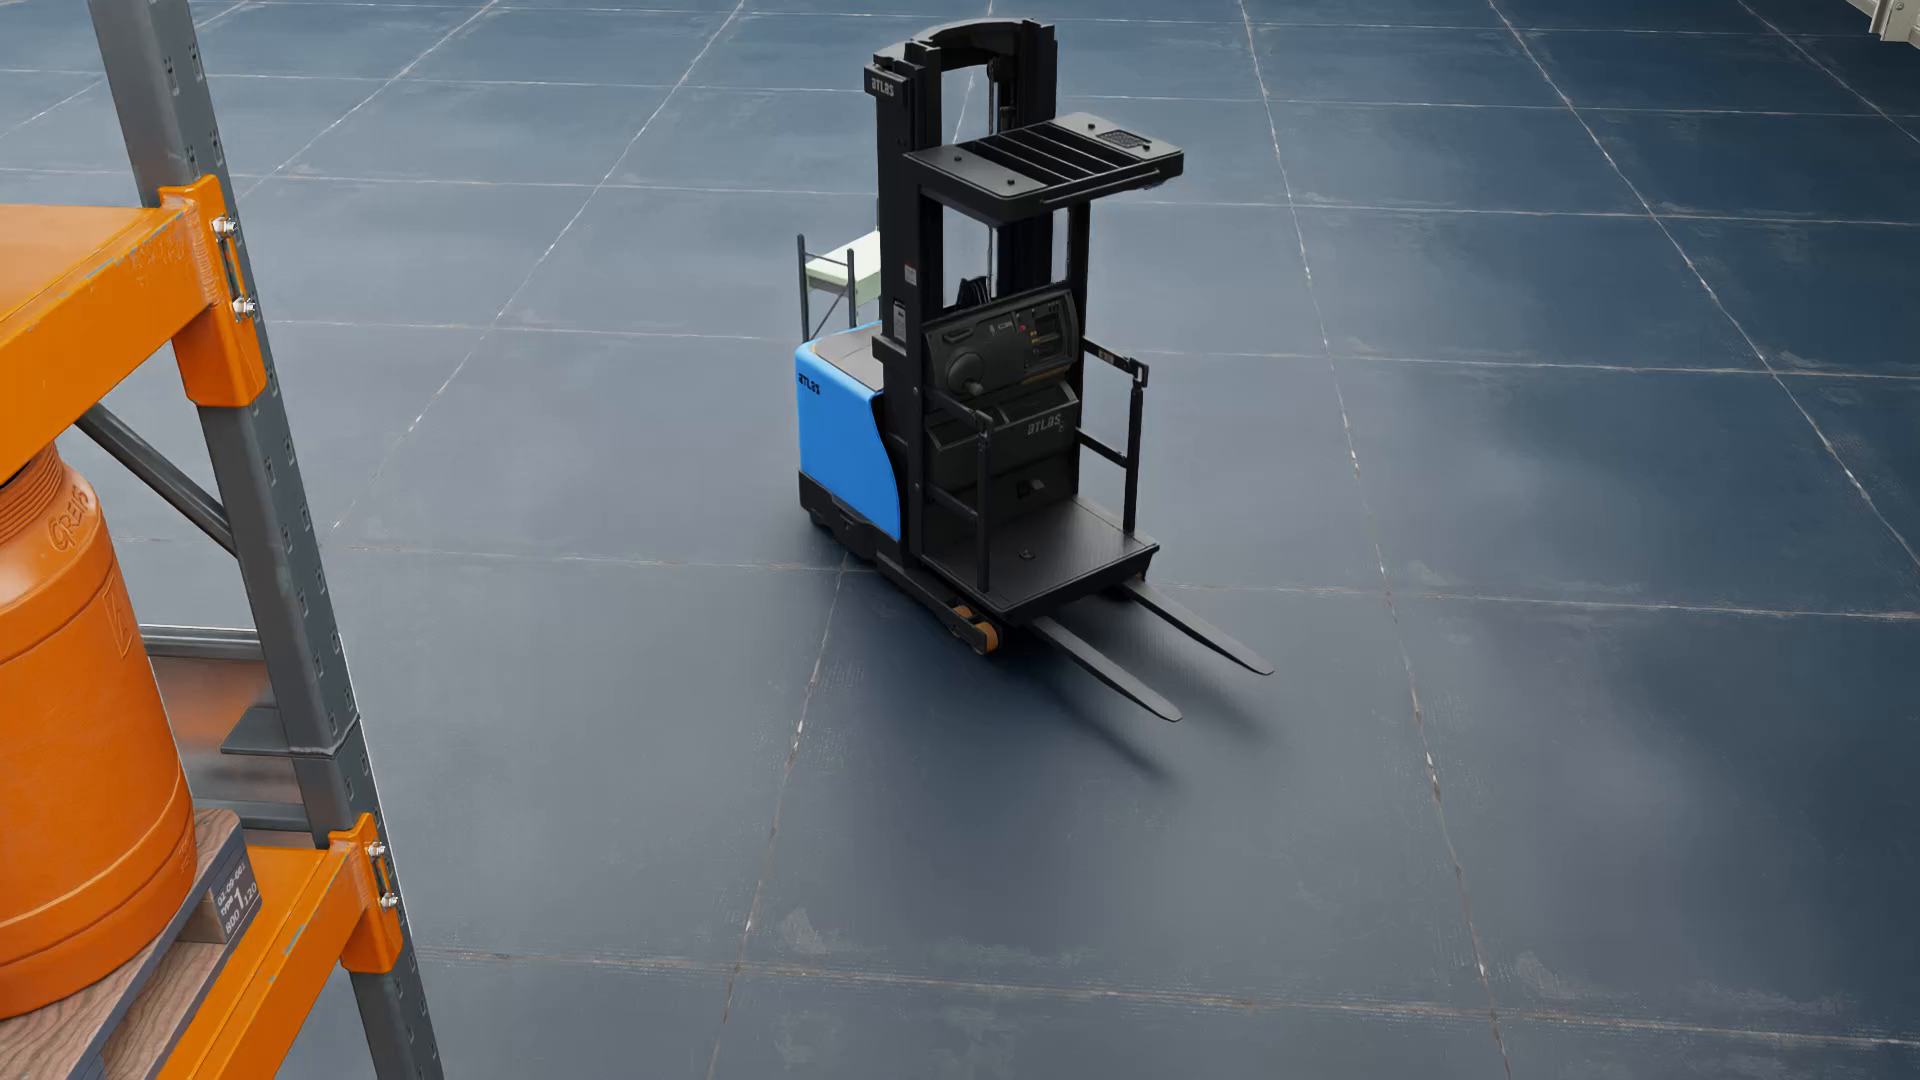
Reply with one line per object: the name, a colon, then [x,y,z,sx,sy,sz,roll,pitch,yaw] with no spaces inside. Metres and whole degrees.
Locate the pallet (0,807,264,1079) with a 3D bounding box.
pallet: [-1.839,0.869,2.582,1.003,0.211,1.213,2,32,4]

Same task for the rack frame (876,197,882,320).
rack frame: [-0.335,-1.360,10.308,0.400,1.500,0.023,21,37,30]

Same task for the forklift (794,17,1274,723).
forklift: [0.351,-0.951,8.279,1.130,2.935,3.031,-22,38,-31]

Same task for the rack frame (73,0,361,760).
rack frame: [-1.674,-0.917,2.440,1.000,3.000,0.127,2,32,4]

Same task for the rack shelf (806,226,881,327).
rack shelf: [-0.549,-1.537,9.851,0.431,0.370,0.720,21,37,30]

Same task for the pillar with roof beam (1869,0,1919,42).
pillar with roof beam: [6.180,-9.686,16.671,9.100,9.000,0.400,2,32,4]

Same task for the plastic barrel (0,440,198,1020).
plastic barrel: [-1.587,0.258,2.583,0.600,0.830,0.708,2,32,4]

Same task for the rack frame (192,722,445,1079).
rack frame: [-1.674,1.637,4.014,1.000,3.000,0.127,2,32,4]

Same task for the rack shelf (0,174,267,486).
rack shelf: [-1.837,0.606,1.037,1.077,0.370,4.000,2,32,4]

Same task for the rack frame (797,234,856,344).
rack frame: [-0.763,-1.049,9.803,0.400,1.500,0.023,21,37,30]

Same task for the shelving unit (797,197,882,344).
shelving unit: [-0.549,-1.205,10.055,0.431,1.500,0.755,21,37,30]

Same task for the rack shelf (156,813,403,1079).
rack shelf: [-1.837,1.713,1.719,1.077,0.370,4.000,2,32,4]

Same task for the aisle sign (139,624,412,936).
aisle sign: [-1.372,0.506,3.373,0.394,0.787,0.004,2,32,4]
